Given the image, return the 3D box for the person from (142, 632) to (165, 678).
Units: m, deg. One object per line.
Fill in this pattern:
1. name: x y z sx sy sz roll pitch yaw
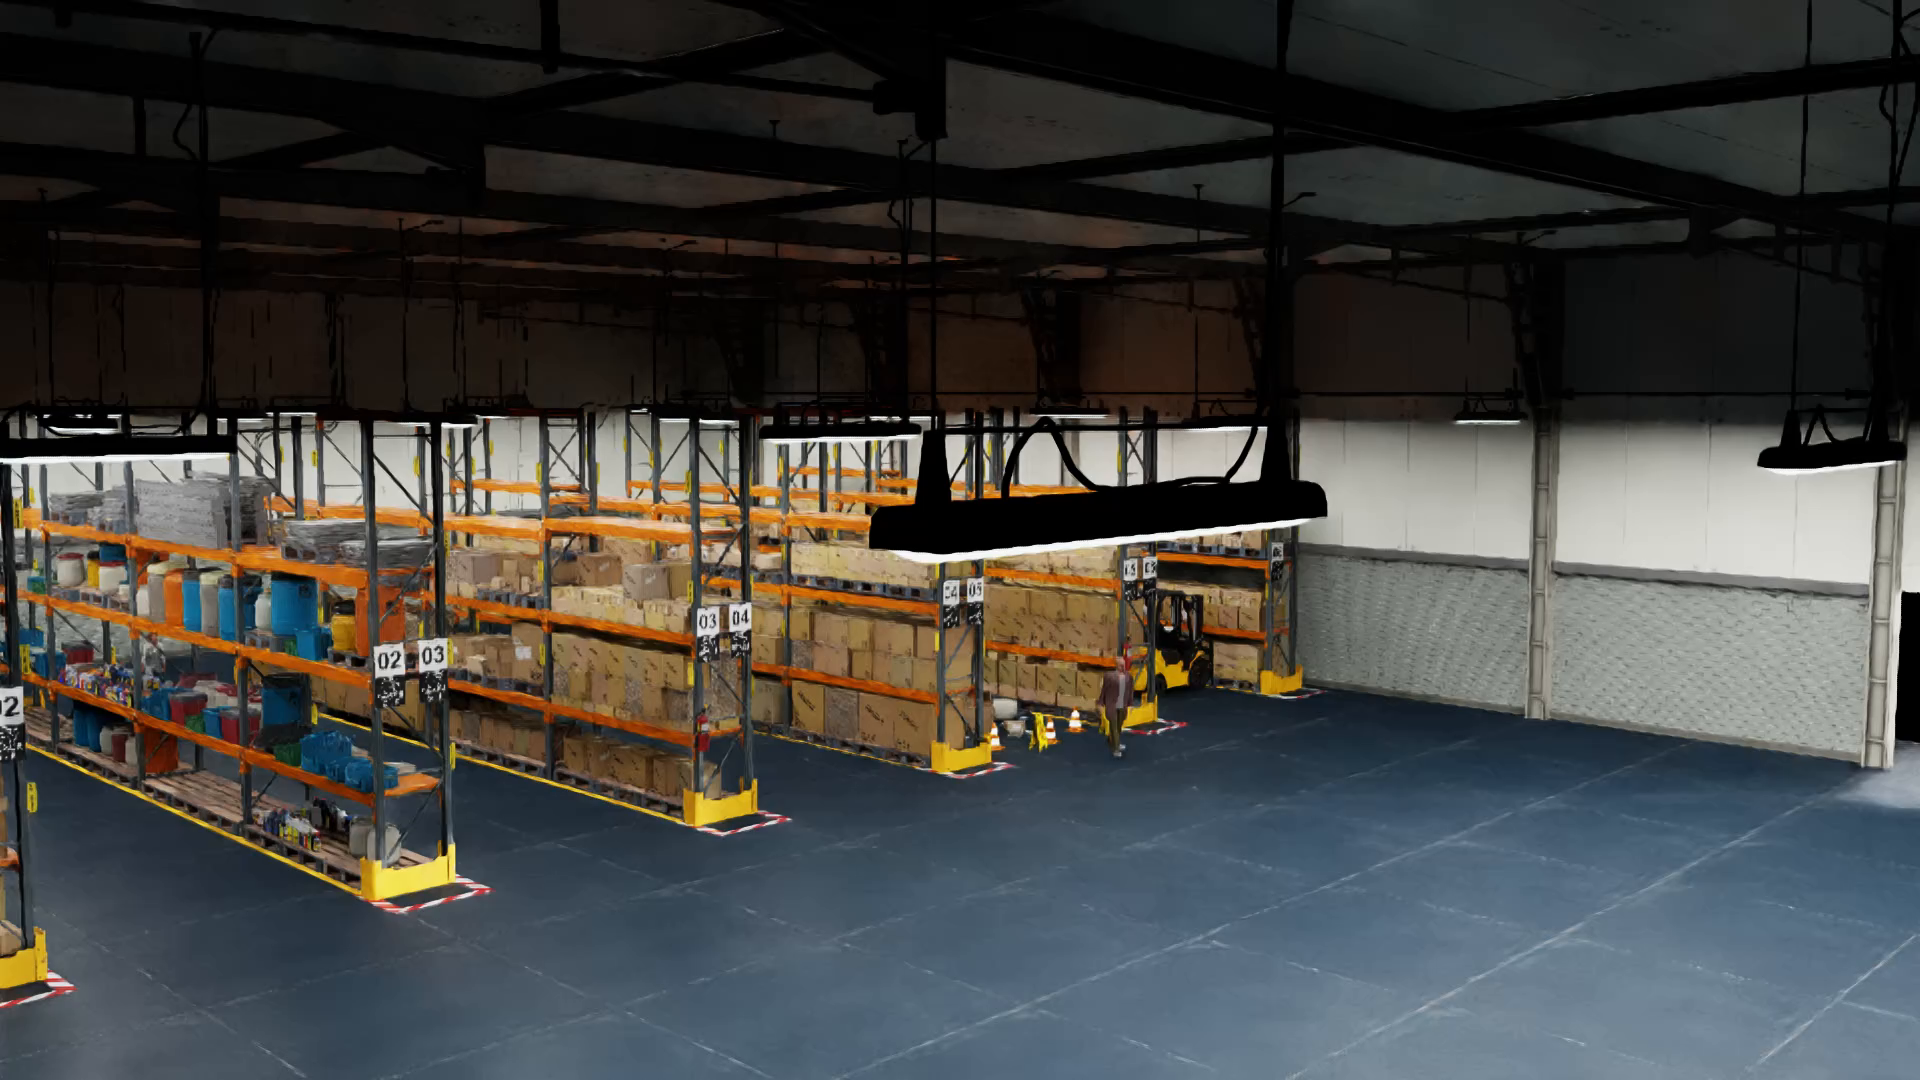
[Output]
1. person: -16.337 2.564 33.685 0.981 1.489 0.417 5 7 43

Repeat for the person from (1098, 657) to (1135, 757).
1. person: 2.765 2.891 29.047 0.631 1.733 1.016 -2 5 -22
